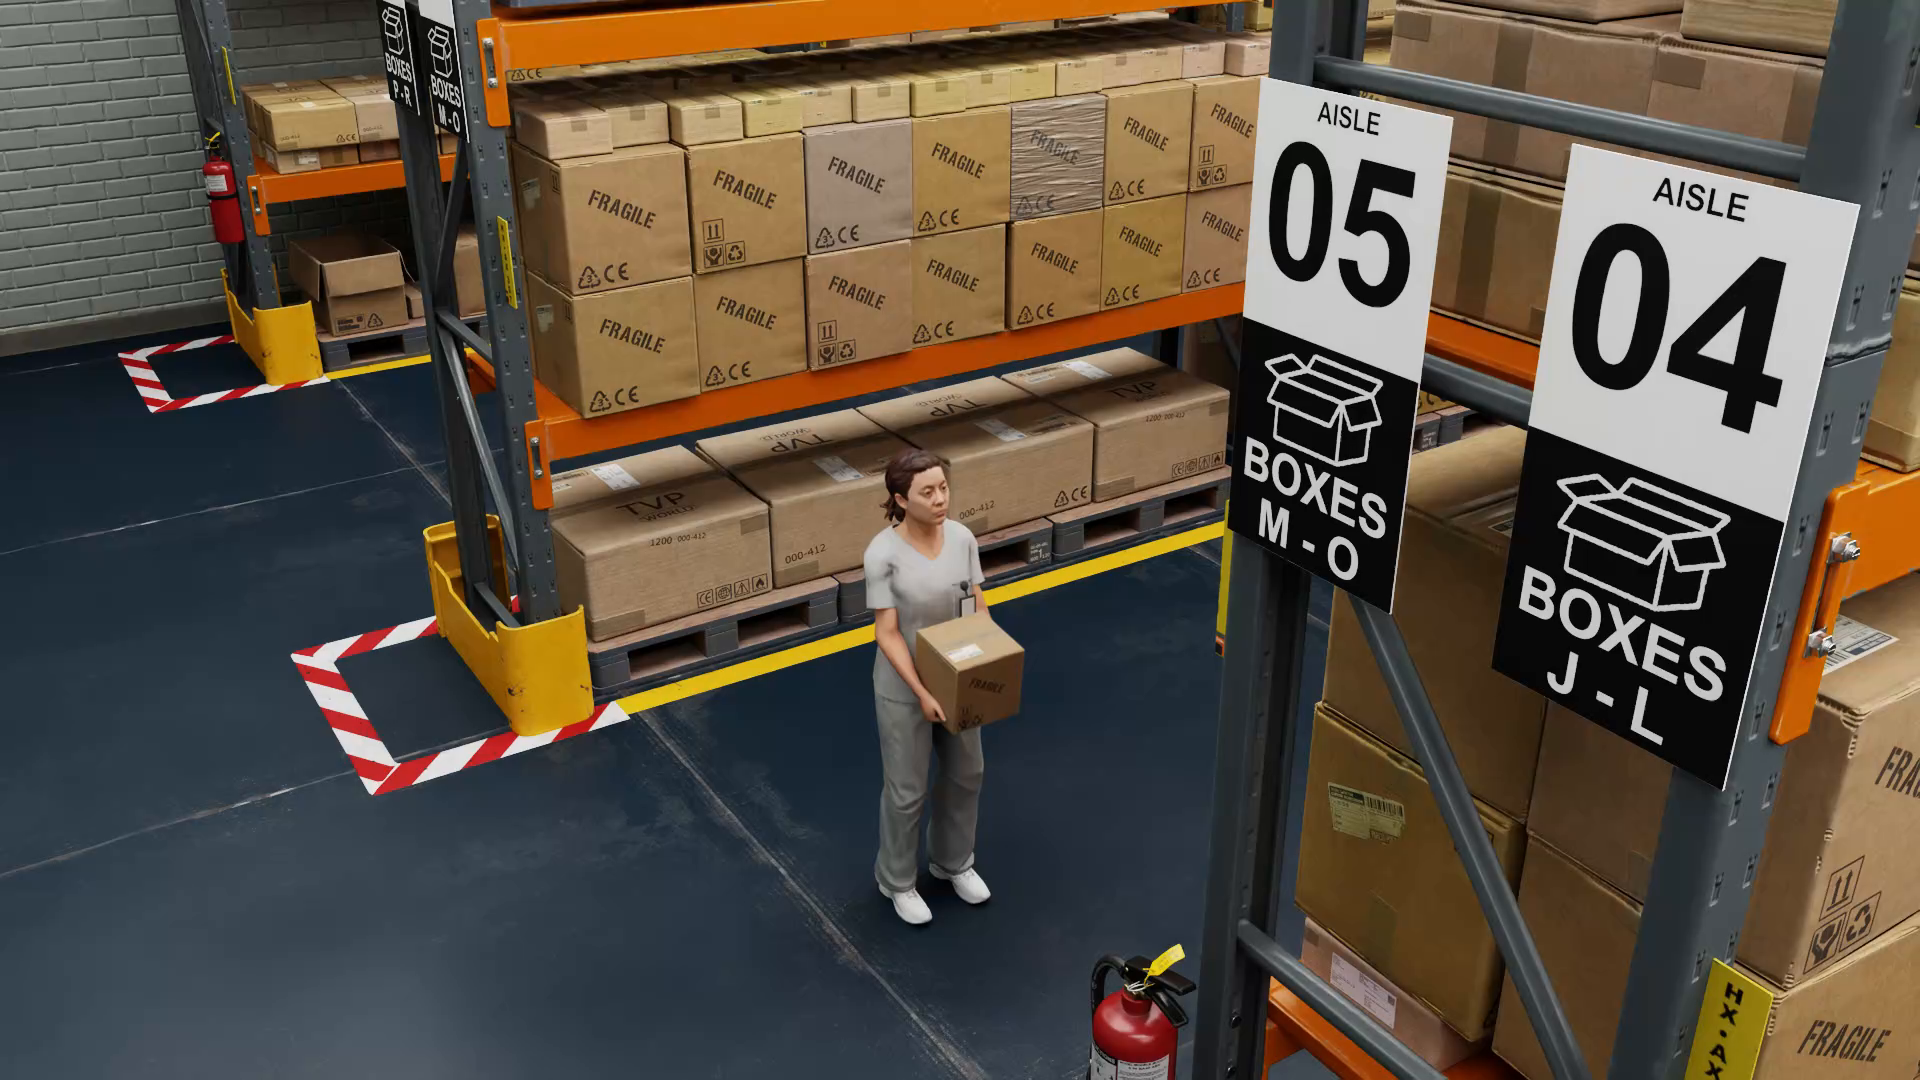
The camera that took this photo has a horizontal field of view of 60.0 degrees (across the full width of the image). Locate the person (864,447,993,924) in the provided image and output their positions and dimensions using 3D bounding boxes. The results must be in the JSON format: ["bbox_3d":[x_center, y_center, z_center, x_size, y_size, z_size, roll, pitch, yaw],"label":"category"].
[{"bbox_3d":[-0.076,0.516,5.528,0.437,1.662,0.561,-15,29,-29],"label":"person"}]
